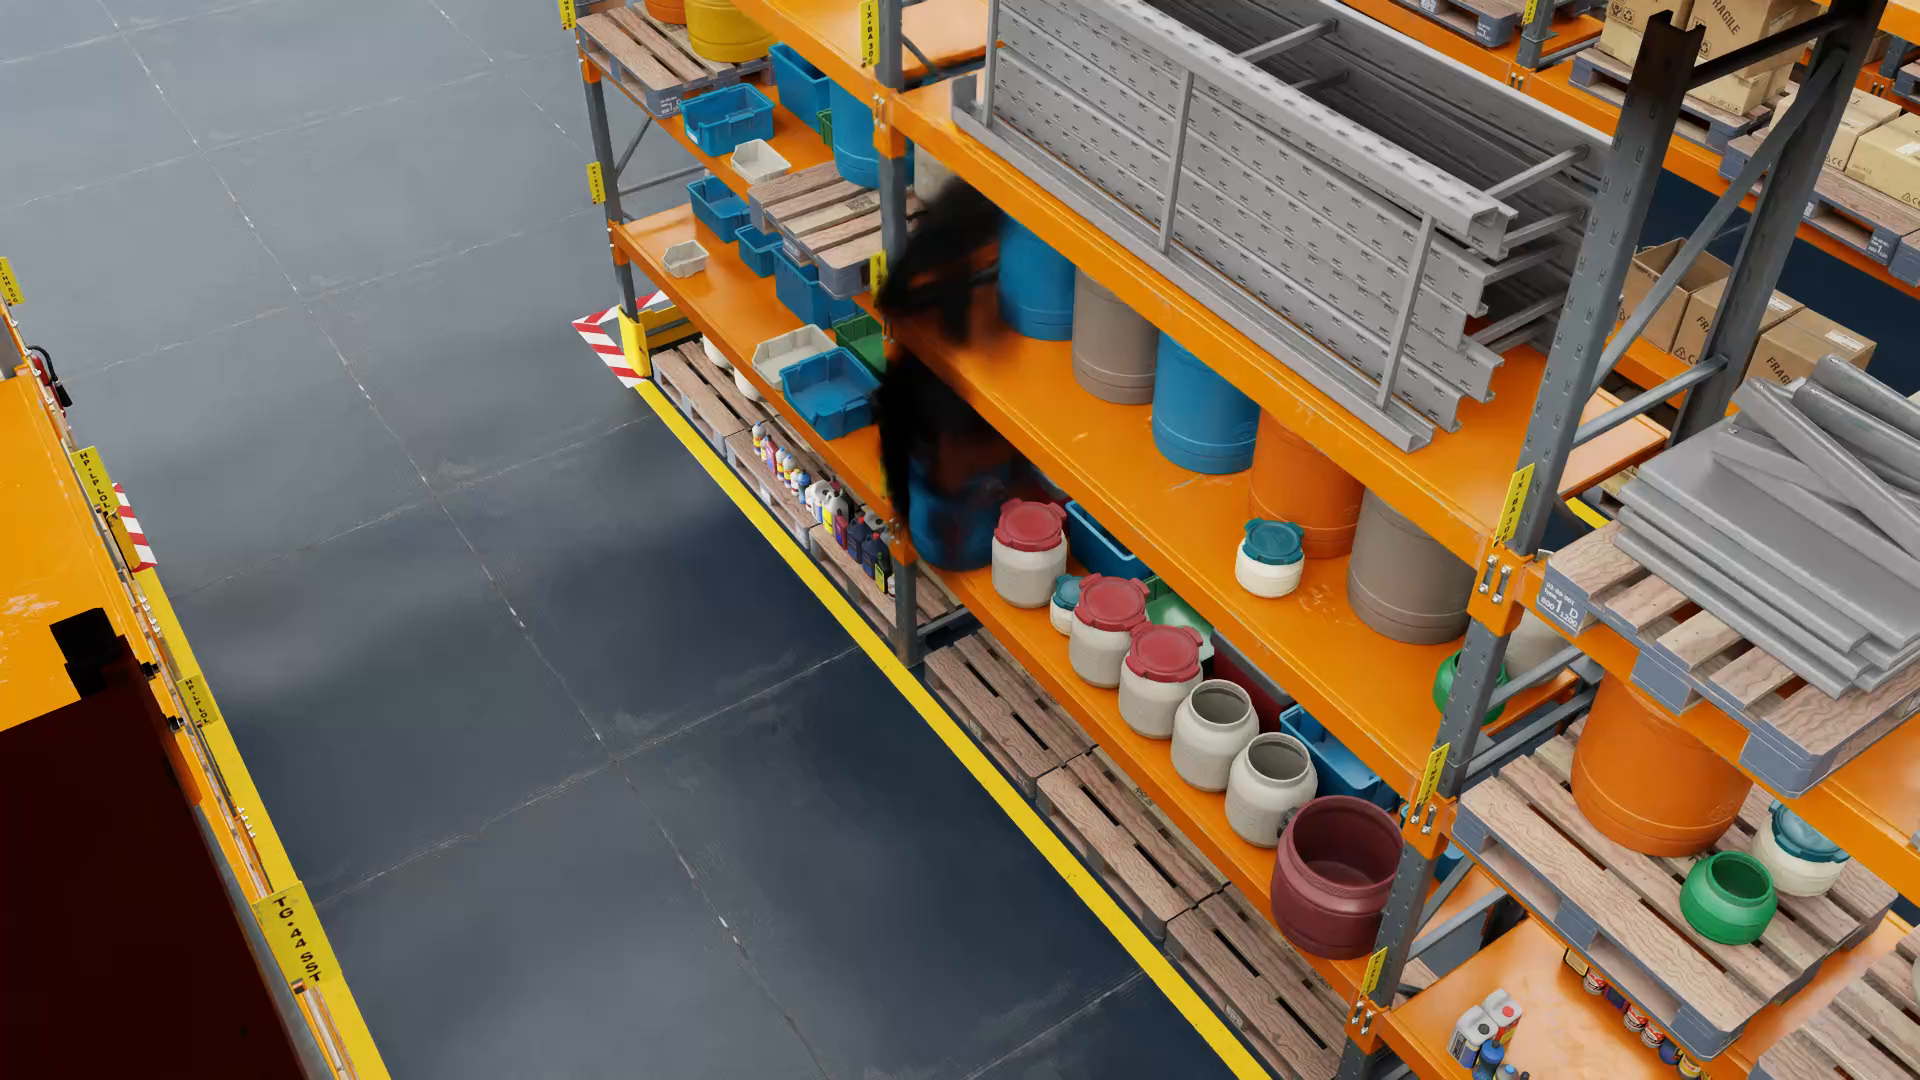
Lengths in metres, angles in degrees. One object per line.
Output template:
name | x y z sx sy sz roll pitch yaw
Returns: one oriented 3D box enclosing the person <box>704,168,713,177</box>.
person | -1.979 -3.315 14.092 0.858 1.650 0.670 23 48 23
